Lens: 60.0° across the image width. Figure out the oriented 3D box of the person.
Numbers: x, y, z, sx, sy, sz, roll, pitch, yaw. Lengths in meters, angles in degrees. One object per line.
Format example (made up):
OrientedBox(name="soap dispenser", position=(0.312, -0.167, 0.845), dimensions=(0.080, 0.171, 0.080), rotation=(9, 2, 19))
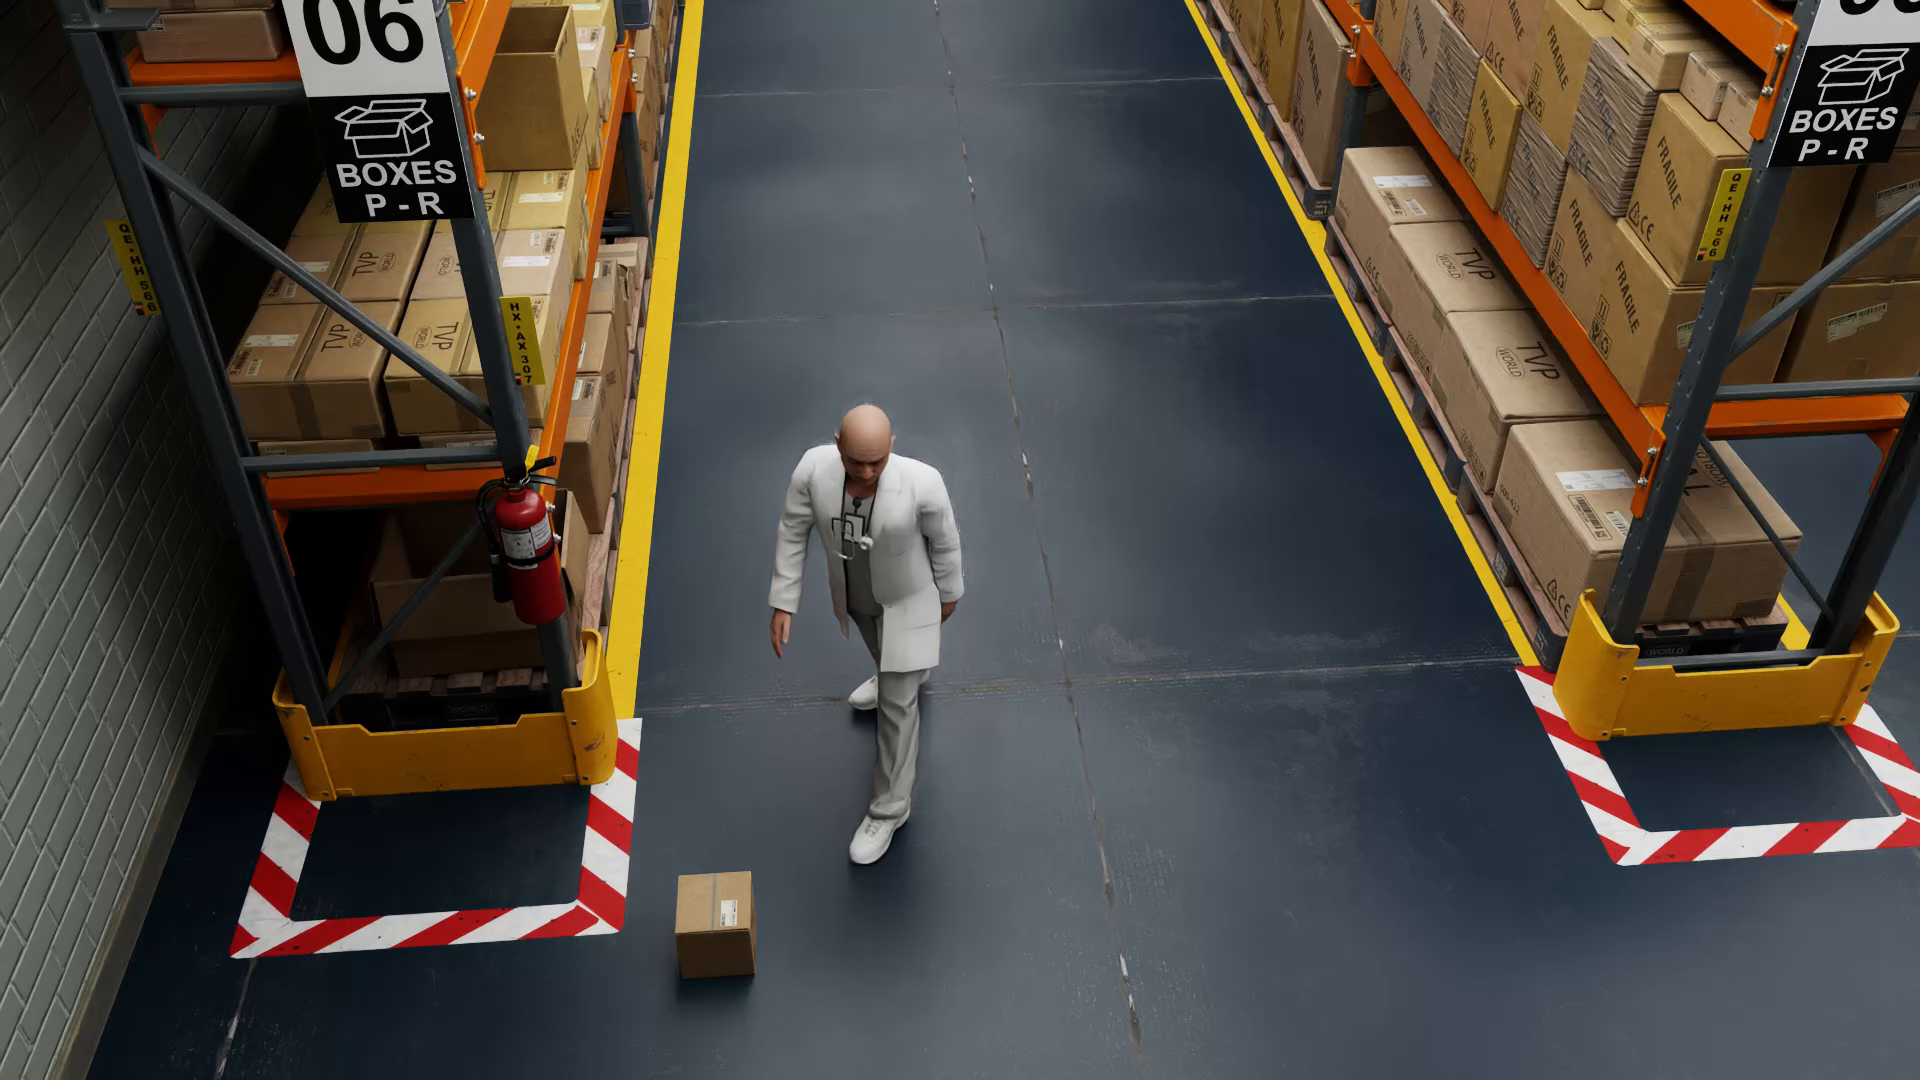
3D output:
OrientedBox(name="person", position=(-0.317, 0.189, 5.925), dimensions=(0.592, 1.705, 1.038), rotation=(19, 42, 22))
